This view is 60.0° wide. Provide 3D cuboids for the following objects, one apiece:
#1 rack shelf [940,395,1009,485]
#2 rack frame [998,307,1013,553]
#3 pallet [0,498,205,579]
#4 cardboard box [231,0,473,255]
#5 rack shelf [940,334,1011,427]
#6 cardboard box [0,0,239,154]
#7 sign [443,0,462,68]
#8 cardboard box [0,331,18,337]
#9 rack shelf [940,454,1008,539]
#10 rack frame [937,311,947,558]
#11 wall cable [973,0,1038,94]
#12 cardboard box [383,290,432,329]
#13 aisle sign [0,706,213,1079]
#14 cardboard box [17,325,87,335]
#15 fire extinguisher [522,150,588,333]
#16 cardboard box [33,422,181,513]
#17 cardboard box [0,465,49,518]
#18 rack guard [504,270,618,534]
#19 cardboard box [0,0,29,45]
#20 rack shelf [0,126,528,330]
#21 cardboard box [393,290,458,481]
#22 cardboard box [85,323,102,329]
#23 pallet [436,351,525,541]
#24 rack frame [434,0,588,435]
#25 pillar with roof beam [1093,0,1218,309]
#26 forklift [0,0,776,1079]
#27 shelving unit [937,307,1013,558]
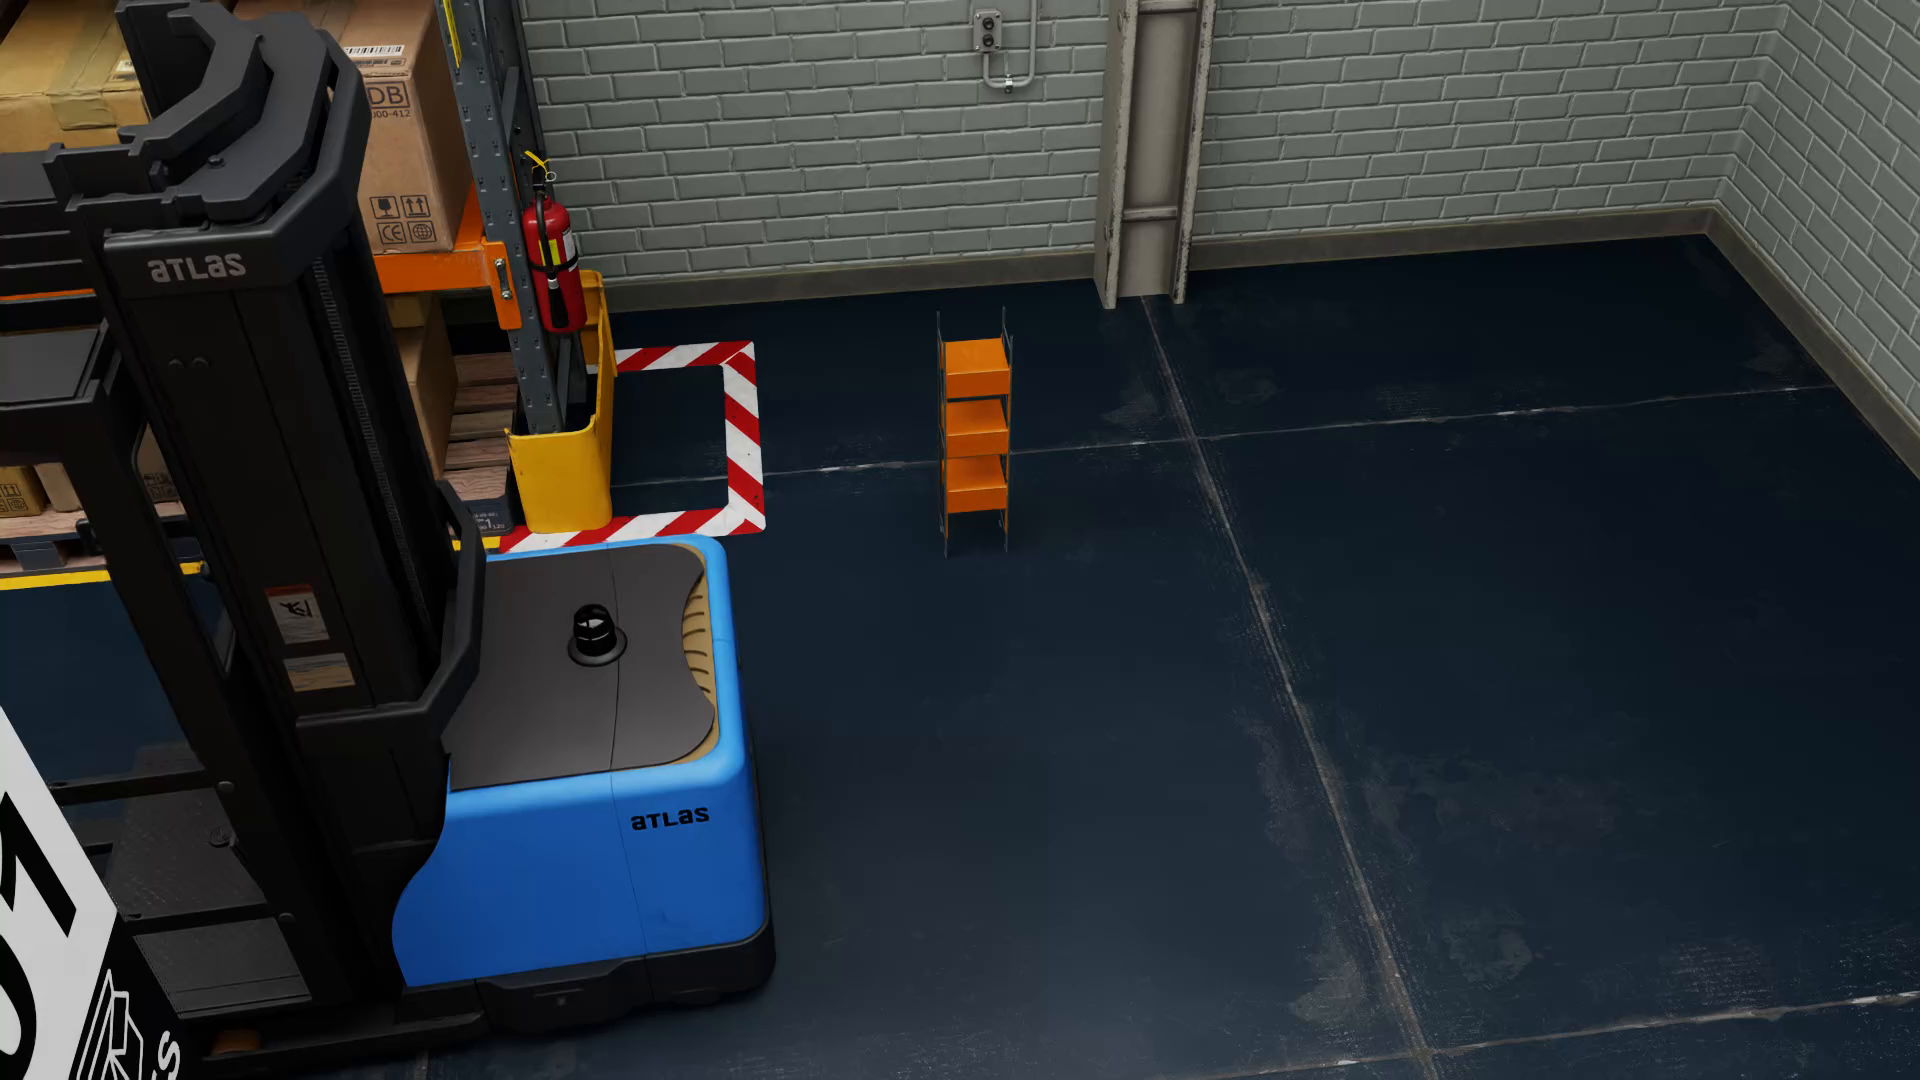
[{"bbox_3d":[0.053,-0.387,6.411,0.240,0.259,0.215,-5,42,-6],"label":"rack shelf"},{"bbox_3d":[0.174,-0.405,6.415,0.008,1.050,0.200,-5,42,-6],"label":"rack frame"},{"bbox_3d":[-3.686,-0.273,6.895,1.213,0.211,1.003,-5,42,-6],"label":"pallet"},{"bbox_3d":[-2.200,-1.594,6.054,0.700,0.700,0.980,-3,42,-4],"label":"cardboard box"},{"bbox_3d":[0.053,-0.597,6.221,0.240,0.259,0.215,-5,42,-6],"label":"rack shelf"},{"bbox_3d":[-2.920,-1.523,5.975,0.700,0.700,0.980,-5,42,-6],"label":"cardboard box"},{"bbox_3d":[-1.639,-1.690,5.342,0.005,0.325,0.100,-5,42,-6],"label":"sign"},{"bbox_3d":[-3.787,-0.886,6.561,0.250,0.149,0.380,-6,42,-6],"label":"cardboard box"},{"bbox_3d":[0.053,-0.180,6.597,0.240,0.259,0.215,-5,42,-6],"label":"rack shelf"},{"bbox_3d":[-0.068,-0.384,6.392,0.008,1.050,0.200,-5,42,-6],"label":"rack frame"},{"bbox_3d":[-0.549,-2.650,6.690,1.851,1.984,0.084,-5,42,-6],"label":"wall cable"},{"bbox_3d":[-2.279,-1.018,6.708,0.250,0.149,0.380,-5,42,-5],"label":"cardboard box"},{"bbox_3d":[-1.021,0.590,1.916,0.004,0.787,0.394,-5,42,-6],"label":"aisle sign"},{"bbox_3d":[-3.536,-0.907,6.585,0.250,0.149,0.380,-5,42,-5],"label":"cardboard box"},{"bbox_3d":[-1.487,-1.073,6.036,0.183,0.674,0.296,-5,42,-6],"label":"fire extinguisher"},{"bbox_3d":[-3.372,-0.546,6.669,0.500,0.500,0.700,-6,42,-7],"label":"cardboard box"},{"bbox_3d":[-3.900,-0.495,6.612,0.500,0.500,0.700,-4,42,-5],"label":"cardboard box"},{"bbox_3d":[-1.672,-0.607,7.050,0.348,0.500,1.175,-5,42,-6],"label":"rack guard"},{"bbox_3d":[-3.678,-1.463,5.909,0.700,0.700,0.980,-7,43,-8],"label":"cardboard box"},{"bbox_3d":[-3.679,-1.093,6.259,4.000,0.370,1.077,-5,42,-6],"label":"rack shelf"},{"bbox_3d":[-2.377,-0.634,6.766,0.500,0.500,0.700,-5,42,-6],"label":"cardboard box"},{"bbox_3d":[-3.282,-0.930,6.610,0.250,0.149,0.380,-4,42,-5],"label":"cardboard box"},{"bbox_3d":[-2.479,-0.376,7.010,1.213,0.211,1.003,-5,42,-6],"label":"pallet"},{"bbox_3d":[-1.696,-1.533,6.210,0.127,3.000,1.000,-5,42,-6],"label":"rack frame"},{"bbox_3d":[1.427,-1.711,1.928,0.400,9.000,9.100,-5,42,-6],"label":"pillar with roof beam"},{"bbox_3d":[-2.140,0.159,4.385,3.031,2.935,1.130,-6,42,-7],"label":"forklift"},{"bbox_3d":[0.053,-0.394,6.404,0.252,1.050,0.215,-5,42,-6],"label":"shelving unit"}]
